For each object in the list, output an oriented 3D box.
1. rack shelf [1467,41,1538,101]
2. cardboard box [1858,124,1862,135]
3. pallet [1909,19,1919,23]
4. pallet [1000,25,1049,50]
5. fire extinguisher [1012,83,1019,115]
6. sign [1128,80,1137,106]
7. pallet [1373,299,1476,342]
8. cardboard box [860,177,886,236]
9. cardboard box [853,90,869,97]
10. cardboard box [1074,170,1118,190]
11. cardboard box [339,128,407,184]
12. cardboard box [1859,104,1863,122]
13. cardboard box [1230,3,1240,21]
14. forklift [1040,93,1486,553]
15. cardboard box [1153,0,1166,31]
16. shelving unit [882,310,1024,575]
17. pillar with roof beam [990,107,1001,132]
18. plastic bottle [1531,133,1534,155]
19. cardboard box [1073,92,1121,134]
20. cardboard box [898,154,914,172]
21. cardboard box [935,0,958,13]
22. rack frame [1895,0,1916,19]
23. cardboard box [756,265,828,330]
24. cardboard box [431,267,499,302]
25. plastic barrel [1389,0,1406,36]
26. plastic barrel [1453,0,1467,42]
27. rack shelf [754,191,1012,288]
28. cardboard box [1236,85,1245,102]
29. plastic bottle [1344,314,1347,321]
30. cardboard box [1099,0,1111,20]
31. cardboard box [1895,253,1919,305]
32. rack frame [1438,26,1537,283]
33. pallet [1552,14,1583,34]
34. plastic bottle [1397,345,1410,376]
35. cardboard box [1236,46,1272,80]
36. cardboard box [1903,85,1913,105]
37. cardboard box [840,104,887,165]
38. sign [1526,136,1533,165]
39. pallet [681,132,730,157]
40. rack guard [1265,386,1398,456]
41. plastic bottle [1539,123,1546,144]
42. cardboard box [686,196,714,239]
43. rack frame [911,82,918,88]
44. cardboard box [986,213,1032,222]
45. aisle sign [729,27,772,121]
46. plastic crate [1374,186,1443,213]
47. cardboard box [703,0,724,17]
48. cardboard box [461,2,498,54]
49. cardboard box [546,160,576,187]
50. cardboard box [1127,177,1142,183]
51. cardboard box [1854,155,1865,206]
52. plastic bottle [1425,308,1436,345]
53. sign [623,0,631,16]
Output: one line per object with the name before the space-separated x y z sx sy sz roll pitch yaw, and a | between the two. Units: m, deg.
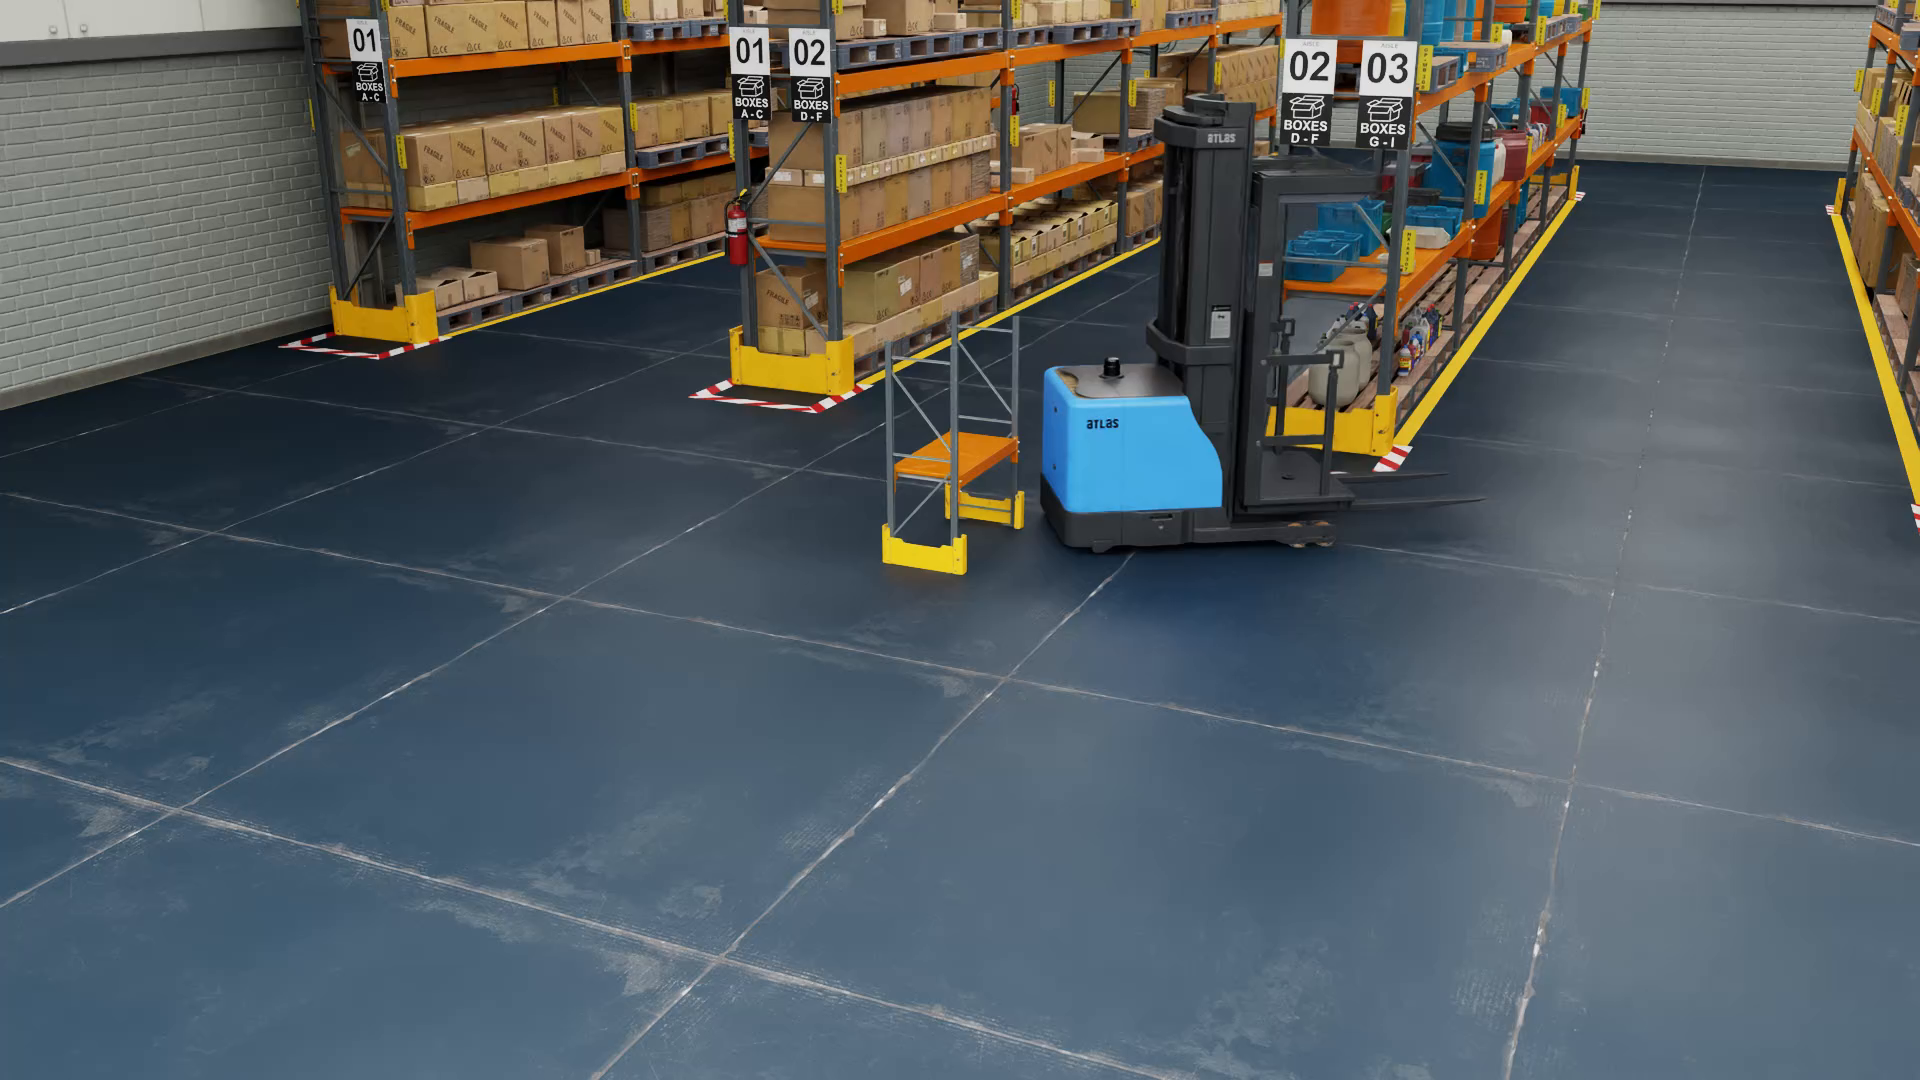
rack shelf | 5.423 -5.090 17.901 1.077 0.370 4.000 9 21 23
cardboard box | 13.171 -5.897 23.948 0.380 0.149 0.250 8 21 22
pallet | 12.068 -6.206 20.252 0.805 0.209 1.217 8 21 21
pallet | 0.436 -5.679 18.771 0.805 0.209 1.217 8 21 21
fire extinguisher | 0.962 -8.202 30.728 0.296 0.674 0.183 9 21 23
sign | 2.232 -5.778 21.511 0.100 0.325 0.005 9 21 23
pallet | 4.890 -2.336 17.721 1.003 0.211 1.213 9 21 23
cardboard box | -1.138 -3.211 15.873 0.700 0.500 0.500 9 22 24
cardboard box | -1.731 -6.767 25.397 0.500 0.500 0.500 9 22 24
cardboard box | 1.912 -5.026 23.081 0.500 0.250 0.500 9 22 25
cardboard box | -6.073 -4.006 17.331 0.500 0.500 0.500 8 21 22
cardboard box | 13.387 -6.193 24.185 0.500 0.250 0.500 8 21 22
cardboard box | 3.996 -8.140 25.628 0.500 0.250 0.500 9 21 23
forklift | 2.134 -1.501 11.315 3.031 2.935 1.130 -3 20 -7
cardboard box | 2.294 -7.221 22.671 0.910 0.500 0.500 9 21 23
shelving unit | -0.031 -0.683 11.152 0.587 1.500 1.083 9 21 23
pillar with roof beam | 4.724 -11.612 30.690 9.100 9.000 0.400 9 21 23
plastic bottle | 7.454 -5.175 21.718 0.061 0.283 0.133 9 21 23
cardboard box | 1.879 -5.761 22.414 0.700 0.500 0.500 2 20 4
cardboard box | -0.669 -3.699 16.277 0.380 0.149 0.250 8 21 22
cardboard box | -0.360 -5.691 17.534 0.500 0.500 0.500 10 22 27
rack frame | 12.399 -7.997 20.524 1.000 3.000 0.127 9 21 23
cardboard box | -1.603 -2.322 15.880 0.500 0.500 0.500 9 21 23
cardboard box | -5.474 -2.855 18.375 0.500 0.311 0.500 11 22 27
plastic barrel | 3.317 -4.247 13.550 0.600 0.588 0.600 0 20 0
plastic barrel | 4.882 -5.439 17.060 0.600 0.901 0.600 0 20 0
rack shelf | -0.733 -3.134 16.880 1.077 0.370 4.000 9 21 23
cardboard box | 4.233 -7.006 26.542 0.500 0.500 0.500 8 21 22
plastic bottle | 3.712 -2.039 16.124 0.061 0.283 0.133 10 22 25
cardboard box | 1.590 -6.702 20.957 0.500 0.250 0.500 7 21 19
cardboard box | 10.504 -2.769 17.853 0.700 0.500 0.500 7 21 20
rack frame | 6.242 -4.627 20.002 1.000 3.000 0.127 9 21 23
pallet | 7.648 -6.921 22.258 1.213 0.211 1.003 9 21 23
plastic bottle | 3.993 -1.615 14.947 0.097 0.271 0.097 0 20 0
cardboard box | 4.863 -7.943 27.686 0.500 0.500 0.500 9 22 24
cardboard box | 11.613 -5.093 19.667 0.797 0.503 0.637 9 22 24
cardboard box | -1.117 -3.839 15.702 0.700 0.500 0.500 8 21 21
sign | 6.747 -4.630 19.769 0.100 0.325 0.005 9 21 23
pallet | -3.570 -5.285 22.139 1.003 0.211 1.213 9 21 23
rack guard | 2.954 -1.033 13.628 1.175 0.500 0.348 9 21 23
plastic bottle | 8.013 -5.626 22.998 0.152 0.276 0.135 9 21 23
cardboard box | -3.737 -4.336 22.257 0.700 0.500 0.500 9 21 23
rack frame | -1.158 -7.209 27.263 1.000 3.000 0.127 9 21 23
cardboard box | 0.614 -3.880 20.542 0.500 0.311 0.500 8 21 22
aisle sign | -1.846 -4.107 14.661 0.394 0.787 0.004 9 21 23
plastic crate | 4.273 -3.232 16.173 0.767 0.338 0.504 9 21 23
cardboard box | -3.412 -7.074 22.223 0.797 0.503 0.637 12 23 30
cardboard box | -5.246 -5.397 17.512 0.500 0.500 0.500 10 22 25
cardboard box | -4.755 -4.209 19.021 0.500 0.250 0.500 8 21 22
cardboard box | 2.315 -4.975 24.054 0.500 0.500 0.500 8 21 21
cardboard box | 13.847 -5.383 24.672 0.875 0.875 0.875 9 21 23
plastic bottle | 4.525 -2.068 16.104 0.144 0.351 0.185 7 21 20
sign | -3.936 -6.348 19.594 0.100 0.325 0.005 9 21 23
